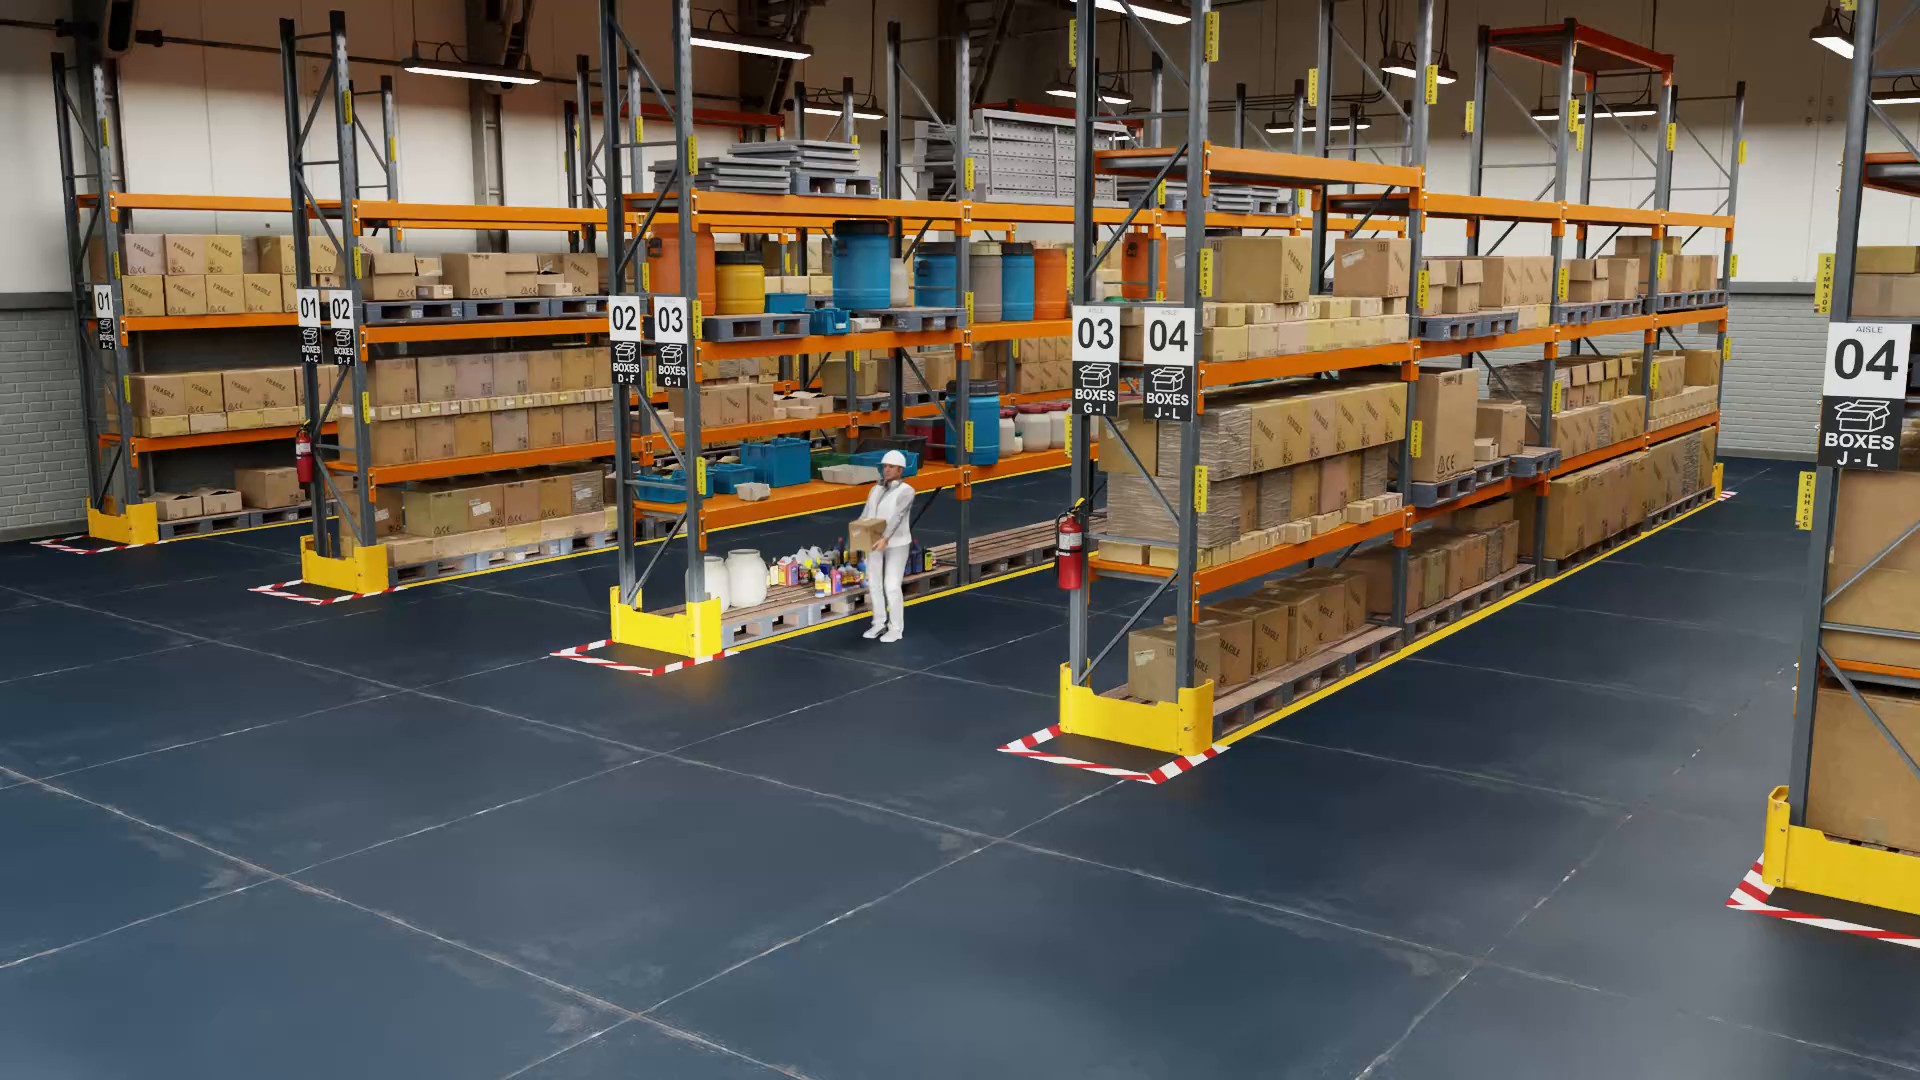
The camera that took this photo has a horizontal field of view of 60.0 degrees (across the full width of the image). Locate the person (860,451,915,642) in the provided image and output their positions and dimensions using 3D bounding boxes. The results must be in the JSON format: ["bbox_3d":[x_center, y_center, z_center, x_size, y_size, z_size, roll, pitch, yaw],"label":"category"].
[{"bbox_3d":[-0.716,0.062,15.483,0.494,1.762,0.559,7,12,37],"label":"person"}]
